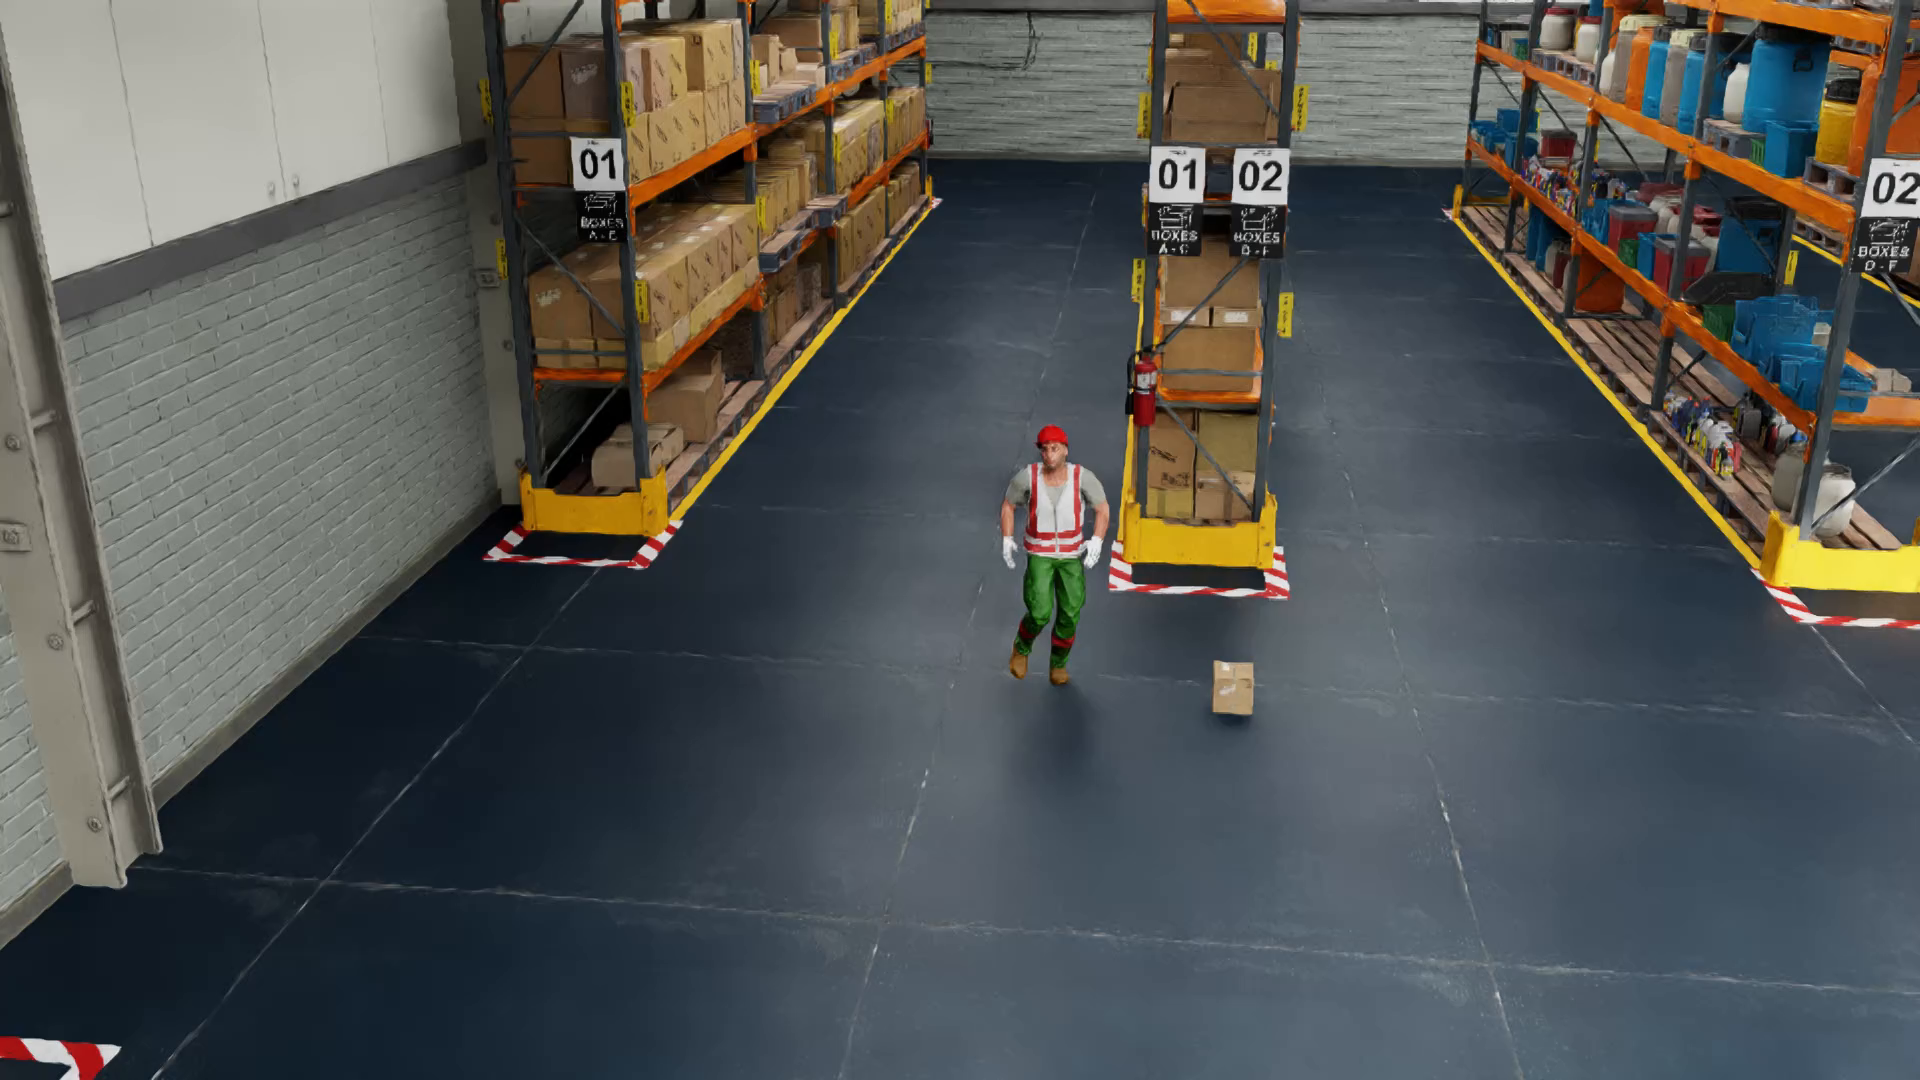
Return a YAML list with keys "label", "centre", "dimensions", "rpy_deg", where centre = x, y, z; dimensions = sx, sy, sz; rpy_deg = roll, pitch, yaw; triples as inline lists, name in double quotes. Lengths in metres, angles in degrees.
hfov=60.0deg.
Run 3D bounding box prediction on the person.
- label: "person"
  centre: [0.630, 0.110, 10.809]
  dimensions: [0.711, 1.752, 0.513]
  rpy_deg: [-3, 21, -7]
